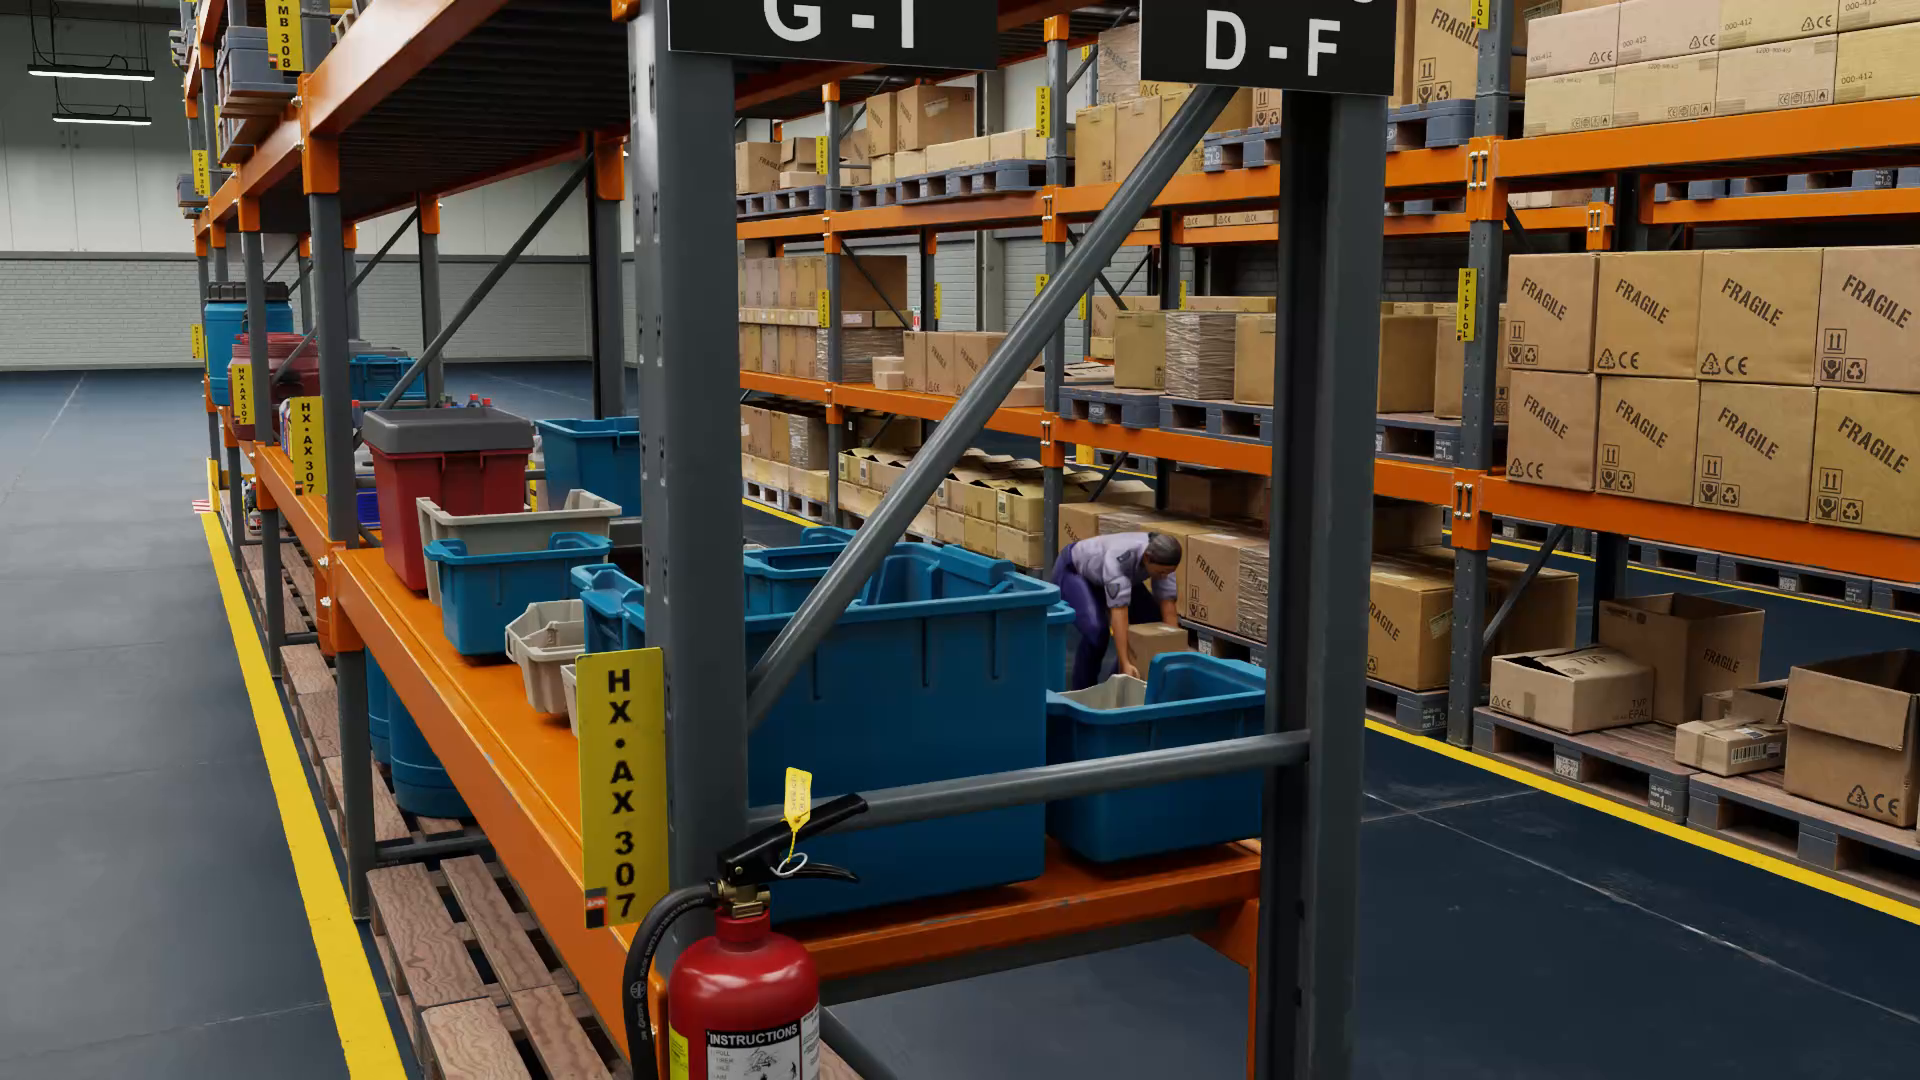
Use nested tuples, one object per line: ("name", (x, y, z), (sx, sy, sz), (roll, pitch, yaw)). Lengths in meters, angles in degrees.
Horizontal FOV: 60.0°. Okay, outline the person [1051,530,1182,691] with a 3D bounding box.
("person", (0.840, 0.404, 8.604), (0.514, 0.942, 0.889), (-5, 10, -29))
